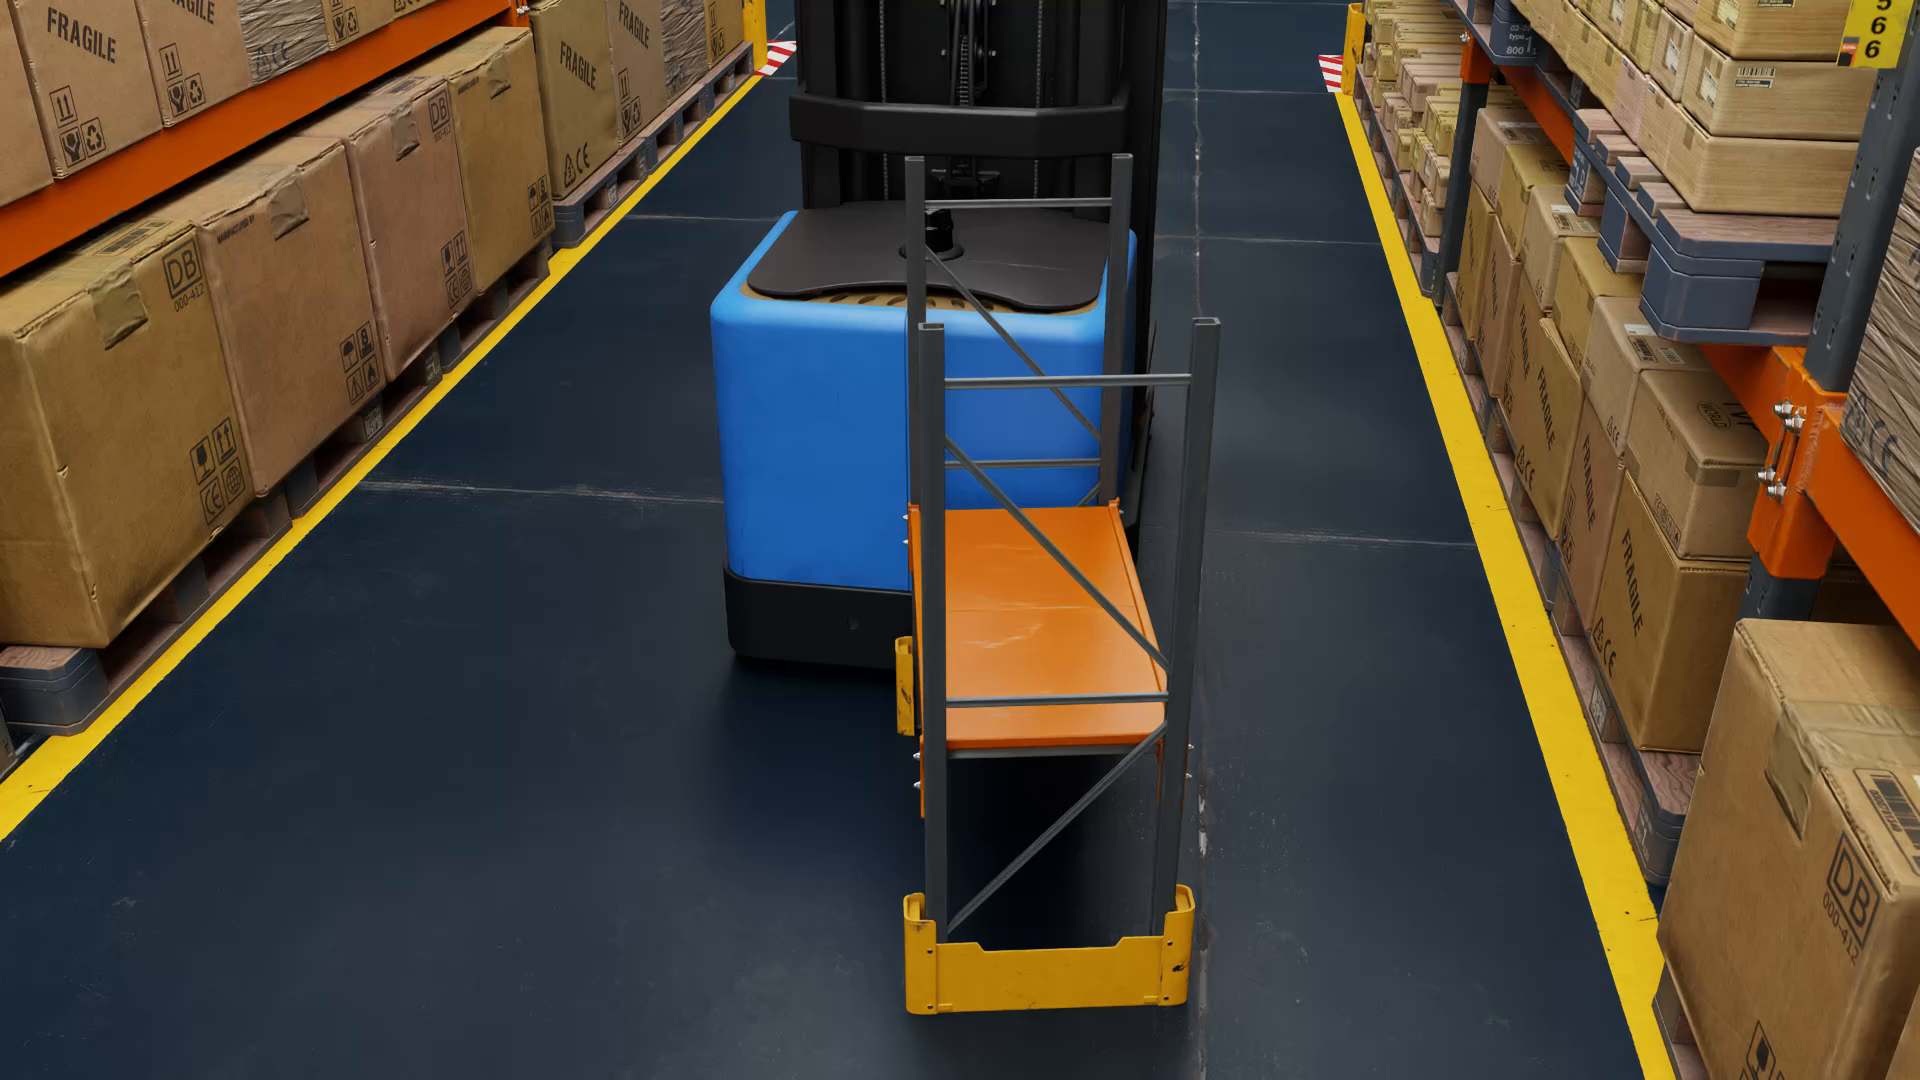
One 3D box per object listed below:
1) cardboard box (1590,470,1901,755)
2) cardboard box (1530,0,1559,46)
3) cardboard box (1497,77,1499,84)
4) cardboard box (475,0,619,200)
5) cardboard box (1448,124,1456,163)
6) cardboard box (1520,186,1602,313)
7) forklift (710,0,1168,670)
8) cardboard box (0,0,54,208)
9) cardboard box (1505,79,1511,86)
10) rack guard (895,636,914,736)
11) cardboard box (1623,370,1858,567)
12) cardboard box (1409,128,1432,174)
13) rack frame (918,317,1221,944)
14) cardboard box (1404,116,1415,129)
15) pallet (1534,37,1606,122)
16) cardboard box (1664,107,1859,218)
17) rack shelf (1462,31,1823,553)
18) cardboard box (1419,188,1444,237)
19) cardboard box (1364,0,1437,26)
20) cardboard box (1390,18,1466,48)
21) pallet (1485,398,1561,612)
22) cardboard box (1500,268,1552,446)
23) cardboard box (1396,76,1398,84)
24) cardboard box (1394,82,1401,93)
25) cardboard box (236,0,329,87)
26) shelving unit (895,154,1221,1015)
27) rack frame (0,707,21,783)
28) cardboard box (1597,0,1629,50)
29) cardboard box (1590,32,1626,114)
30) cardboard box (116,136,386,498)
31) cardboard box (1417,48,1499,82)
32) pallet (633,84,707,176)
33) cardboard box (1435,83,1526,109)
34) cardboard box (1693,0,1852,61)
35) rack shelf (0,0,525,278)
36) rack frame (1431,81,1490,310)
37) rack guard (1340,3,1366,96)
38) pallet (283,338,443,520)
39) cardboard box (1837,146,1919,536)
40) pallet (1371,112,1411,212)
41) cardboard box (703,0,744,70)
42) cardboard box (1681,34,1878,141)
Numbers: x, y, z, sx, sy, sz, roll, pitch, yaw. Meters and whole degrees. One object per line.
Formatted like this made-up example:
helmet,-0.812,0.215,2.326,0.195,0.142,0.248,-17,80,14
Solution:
cardboard box,1.855,0.172,3.962,0.500,0.500,0.500,3,28,6
cardboard box,1.831,-1.484,4.664,0.380,0.149,0.250,2,28,4
cardboard box,3.036,-2.615,9.191,0.380,0.149,0.250,3,28,6
cardboard box,-2.226,-2.193,7.956,0.875,0.875,0.875,3,28,6
cardboard box,2.309,-1.676,7.135,0.380,0.149,0.250,4,29,8
cardboard box,2.042,-0.893,5.148,0.500,0.250,0.500,4,29,8
forklift,0.096,-1.586,5.103,1.130,2.935,3.031,4,29,8
cardboard box,-2.547,-1.012,3.860,0.500,0.500,0.500,4,29,8
cardboard box,2.920,-2.264,8.226,0.380,0.149,0.250,2,28,4
rack guard,0.129,0.371,4.298,0.587,0.250,0.087,-1,28,-3
cardboard box,1.858,-0.171,3.806,0.500,0.250,0.500,3,28,5
cardboard box,2.283,-1.785,7.649,0.380,0.149,0.250,2,28,4
rack frame,0.181,0.302,3.108,0.500,1.500,0.032,-1,28,-3
cardboard box,2.459,-2.042,8.441,0.380,0.149,0.250,4,29,7
pallet,2.236,-1.269,4.645,1.003,0.211,1.213,3,28,6
cardboard box,1.638,-0.752,3.306,0.380,0.149,0.250,4,29,7
rack shelf,2.279,-1.044,4.783,1.077,0.370,4.000,3,28,6
cardboard box,2.234,-1.436,7.316,0.380,0.149,0.250,4,29,7
cardboard box,2.613,-3.150,9.869,0.380,0.149,0.250,2,28,4
cardboard box,2.592,-2.780,9.184,0.380,0.149,0.250,2,28,4
pallet,2.283,-0.132,5.272,1.003,0.211,1.213,3,28,6
cardboard box,2.056,-0.557,5.315,0.500,0.500,0.500,4,29,7
cardboard box,2.586,-2.523,9.020,0.380,0.149,0.250,2,28,4
cardboard box,2.581,-2.402,9.109,0.380,0.149,0.250,3,29,6
cardboard box,-2.363,-1.731,5.196,0.500,0.500,0.500,3,29,6
shelving unit,0.155,0.057,3.563,0.587,1.500,1.083,-1,28,-3
rack frame,-2.876,-0.755,3.489,1.000,3.000,0.127,3,28,6
cardboard box,1.734,-1.251,3.918,0.380,0.149,0.250,3,29,6
cardboard box,1.736,-1.107,3.965,0.380,0.149,0.250,3,28,6
cardboard box,-2.654,-0.747,5.272,1.225,0.875,0.875,3,29,6
cardboard box,2.535,-2.405,8.487,0.380,0.149,0.250,3,29,6
pallet,-2.068,-2.339,9.370,1.003,0.211,1.213,3,28,6
cardboard box,2.434,-2.034,7.799,0.380,0.149,0.250,4,29,8
cardboard box,1.639,-1.013,3.162,0.380,0.149,0.250,2,28,4
rack shelf,-2.631,-1.380,5.407,1.077,0.370,4.000,3,28,6
rack frame,2.524,-2.302,6.360,1.000,3.000,0.127,3,28,6
rack guard,3.005,-3.049,10.382,1.175,0.500,0.348,3,28,6
pallet,-2.553,-0.467,5.894,1.003,0.211,1.213,3,28,6
cardboard box,1.711,-0.267,2.478,0.500,0.500,0.500,4,29,7
pallet,2.718,-1.968,8.681,1.003,0.211,1.213,3,28,6
cardboard box,-1.895,-3.464,10.315,0.875,0.875,0.875,3,28,6
cardboard box,1.643,-0.883,3.235,0.380,0.149,0.250,4,29,7
